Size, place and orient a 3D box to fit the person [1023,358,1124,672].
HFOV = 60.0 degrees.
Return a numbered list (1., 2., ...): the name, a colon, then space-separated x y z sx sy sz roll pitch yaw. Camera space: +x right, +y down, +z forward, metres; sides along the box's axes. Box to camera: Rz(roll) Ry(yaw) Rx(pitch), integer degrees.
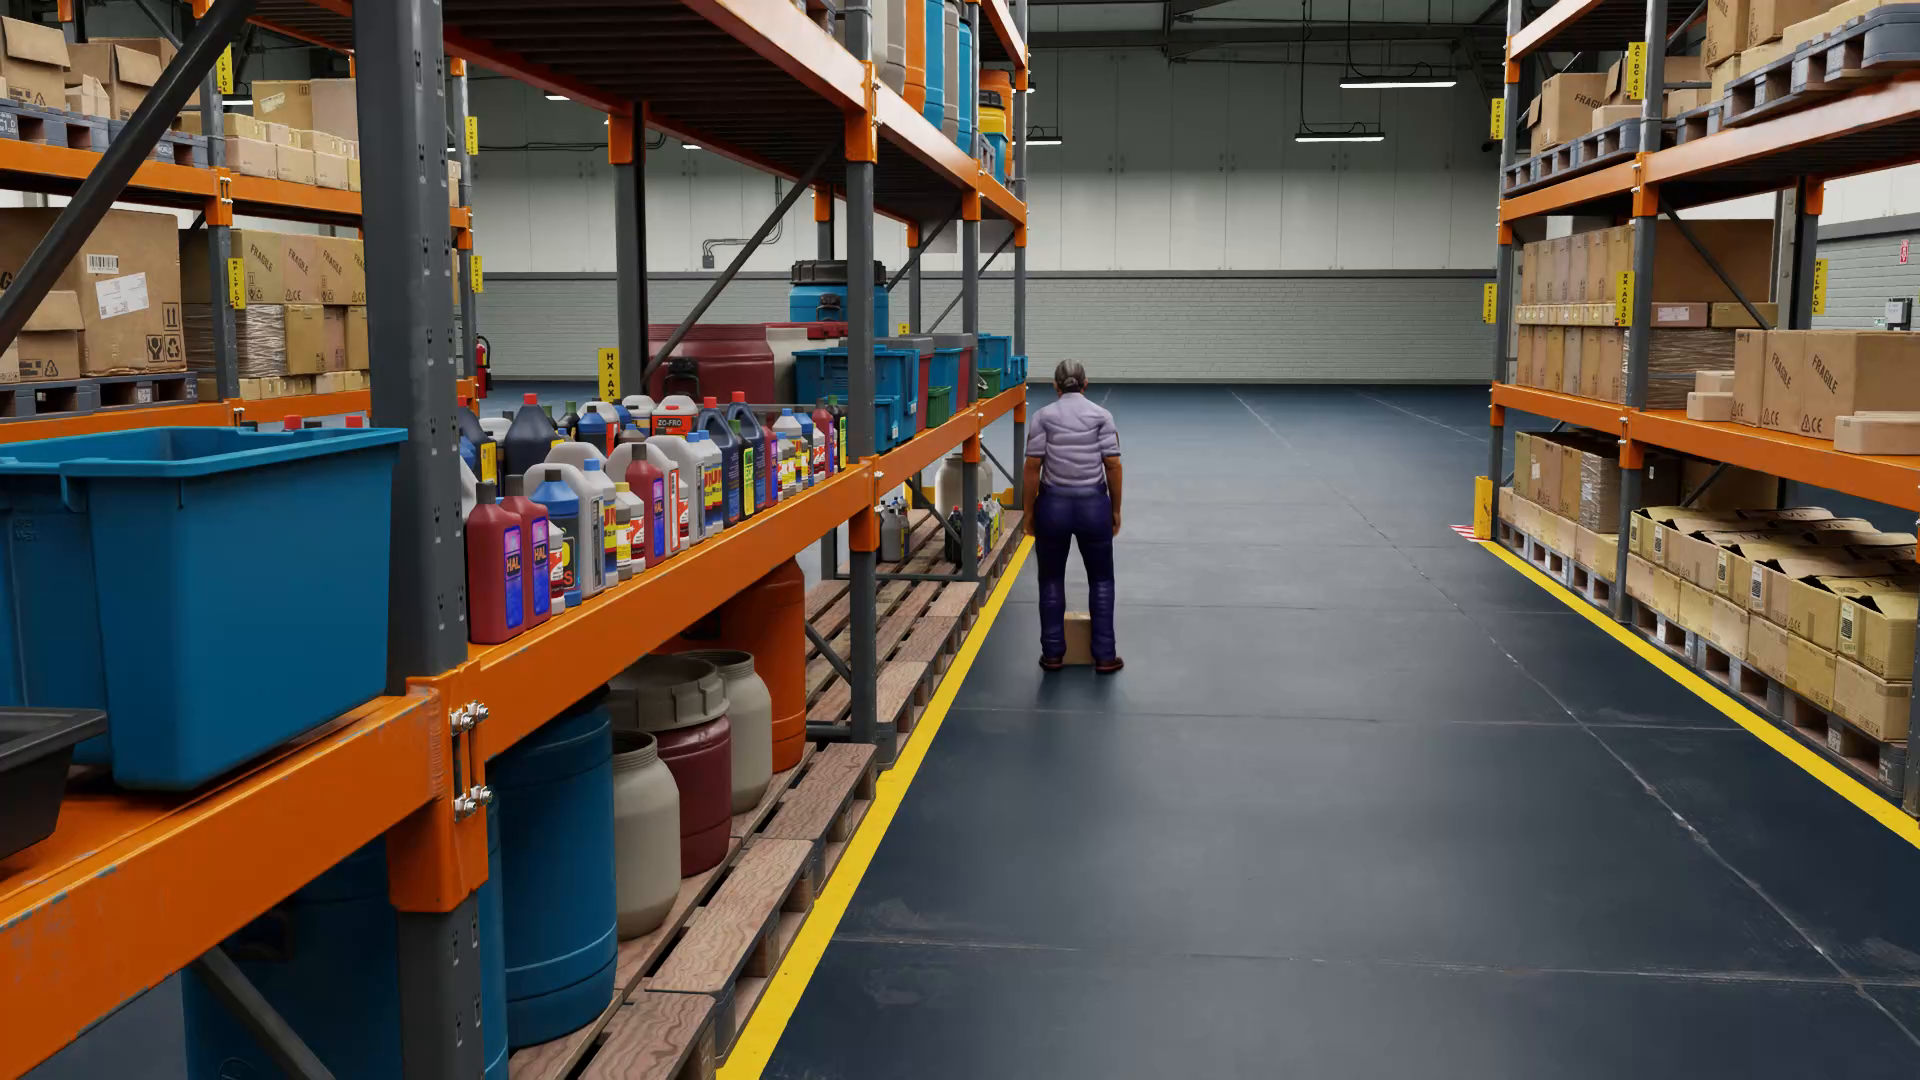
1. person: 0.606 -0.123 8.797 0.544 1.636 0.424 1 8 4
